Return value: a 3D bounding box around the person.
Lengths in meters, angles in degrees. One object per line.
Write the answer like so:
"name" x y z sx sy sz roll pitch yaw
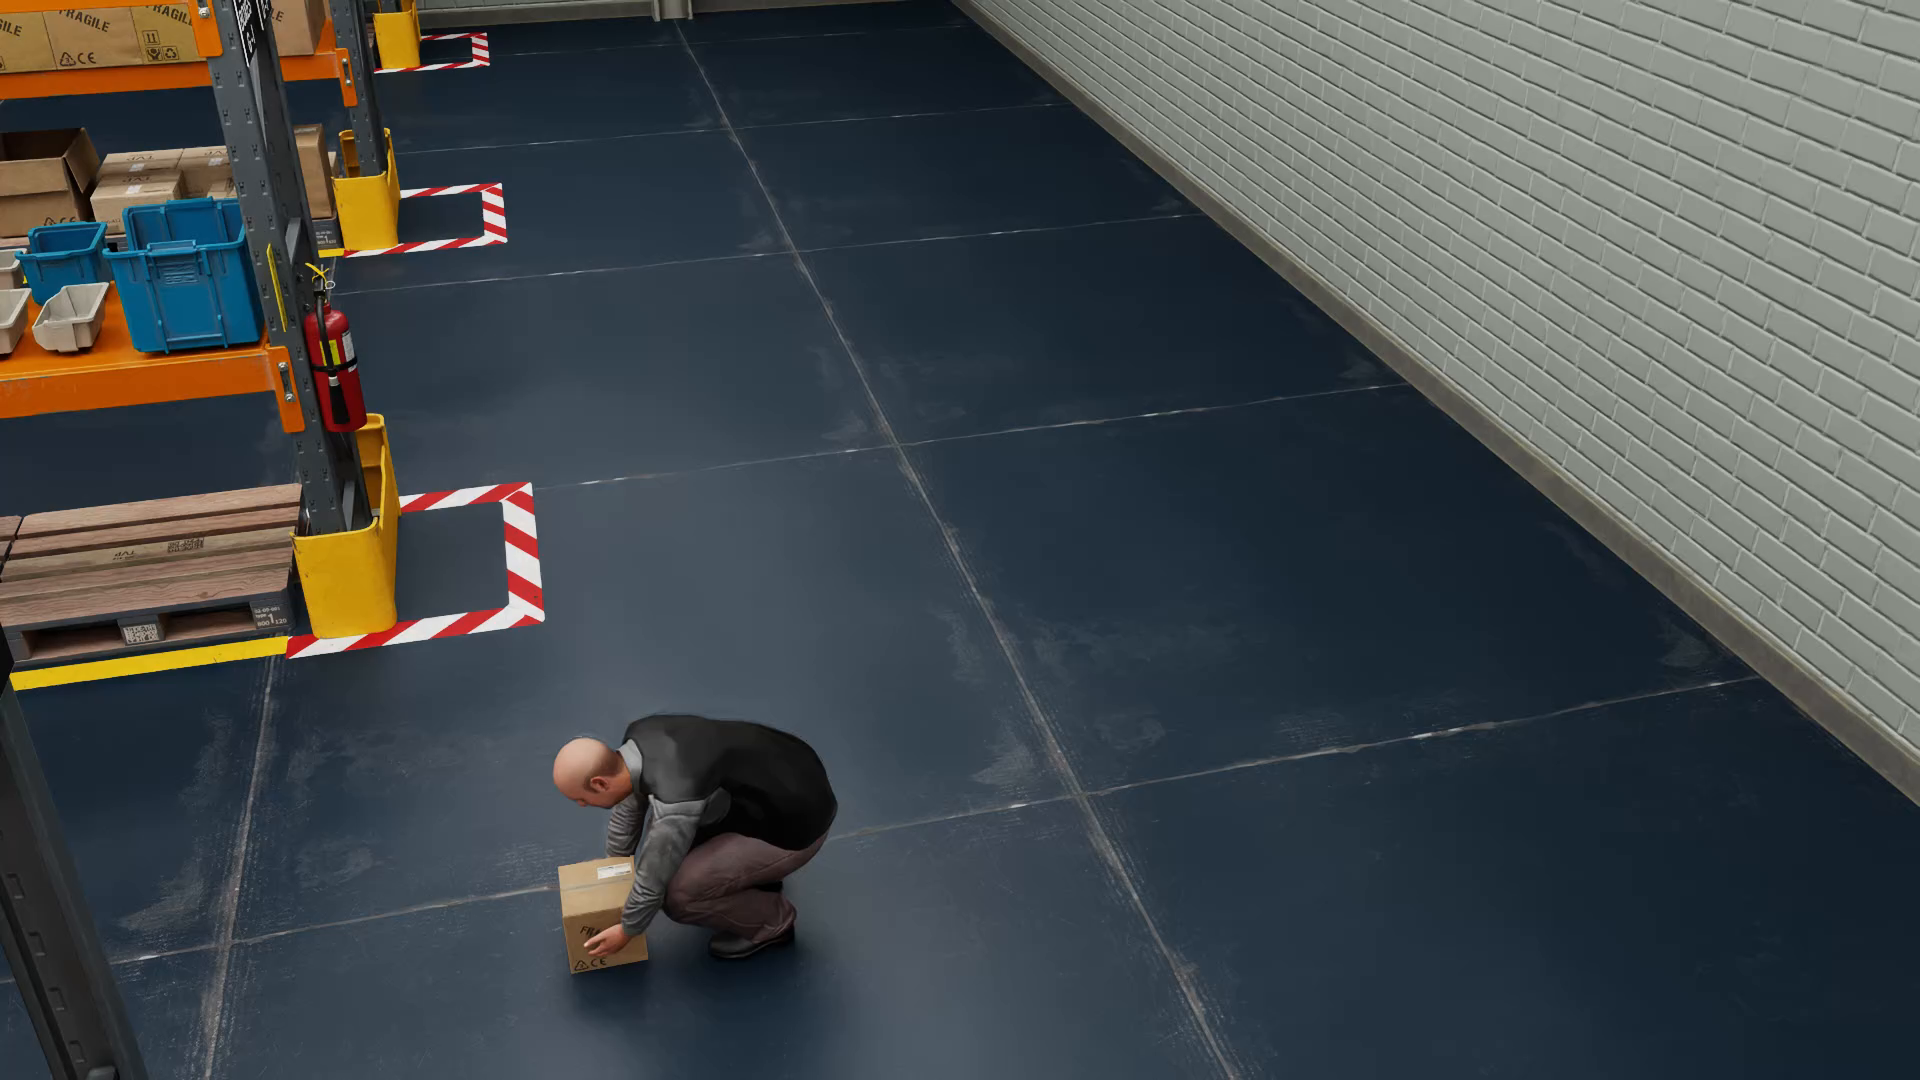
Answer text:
"person" -0.850 0.945 5.412 0.875 0.840 0.529 -8 31 -13
